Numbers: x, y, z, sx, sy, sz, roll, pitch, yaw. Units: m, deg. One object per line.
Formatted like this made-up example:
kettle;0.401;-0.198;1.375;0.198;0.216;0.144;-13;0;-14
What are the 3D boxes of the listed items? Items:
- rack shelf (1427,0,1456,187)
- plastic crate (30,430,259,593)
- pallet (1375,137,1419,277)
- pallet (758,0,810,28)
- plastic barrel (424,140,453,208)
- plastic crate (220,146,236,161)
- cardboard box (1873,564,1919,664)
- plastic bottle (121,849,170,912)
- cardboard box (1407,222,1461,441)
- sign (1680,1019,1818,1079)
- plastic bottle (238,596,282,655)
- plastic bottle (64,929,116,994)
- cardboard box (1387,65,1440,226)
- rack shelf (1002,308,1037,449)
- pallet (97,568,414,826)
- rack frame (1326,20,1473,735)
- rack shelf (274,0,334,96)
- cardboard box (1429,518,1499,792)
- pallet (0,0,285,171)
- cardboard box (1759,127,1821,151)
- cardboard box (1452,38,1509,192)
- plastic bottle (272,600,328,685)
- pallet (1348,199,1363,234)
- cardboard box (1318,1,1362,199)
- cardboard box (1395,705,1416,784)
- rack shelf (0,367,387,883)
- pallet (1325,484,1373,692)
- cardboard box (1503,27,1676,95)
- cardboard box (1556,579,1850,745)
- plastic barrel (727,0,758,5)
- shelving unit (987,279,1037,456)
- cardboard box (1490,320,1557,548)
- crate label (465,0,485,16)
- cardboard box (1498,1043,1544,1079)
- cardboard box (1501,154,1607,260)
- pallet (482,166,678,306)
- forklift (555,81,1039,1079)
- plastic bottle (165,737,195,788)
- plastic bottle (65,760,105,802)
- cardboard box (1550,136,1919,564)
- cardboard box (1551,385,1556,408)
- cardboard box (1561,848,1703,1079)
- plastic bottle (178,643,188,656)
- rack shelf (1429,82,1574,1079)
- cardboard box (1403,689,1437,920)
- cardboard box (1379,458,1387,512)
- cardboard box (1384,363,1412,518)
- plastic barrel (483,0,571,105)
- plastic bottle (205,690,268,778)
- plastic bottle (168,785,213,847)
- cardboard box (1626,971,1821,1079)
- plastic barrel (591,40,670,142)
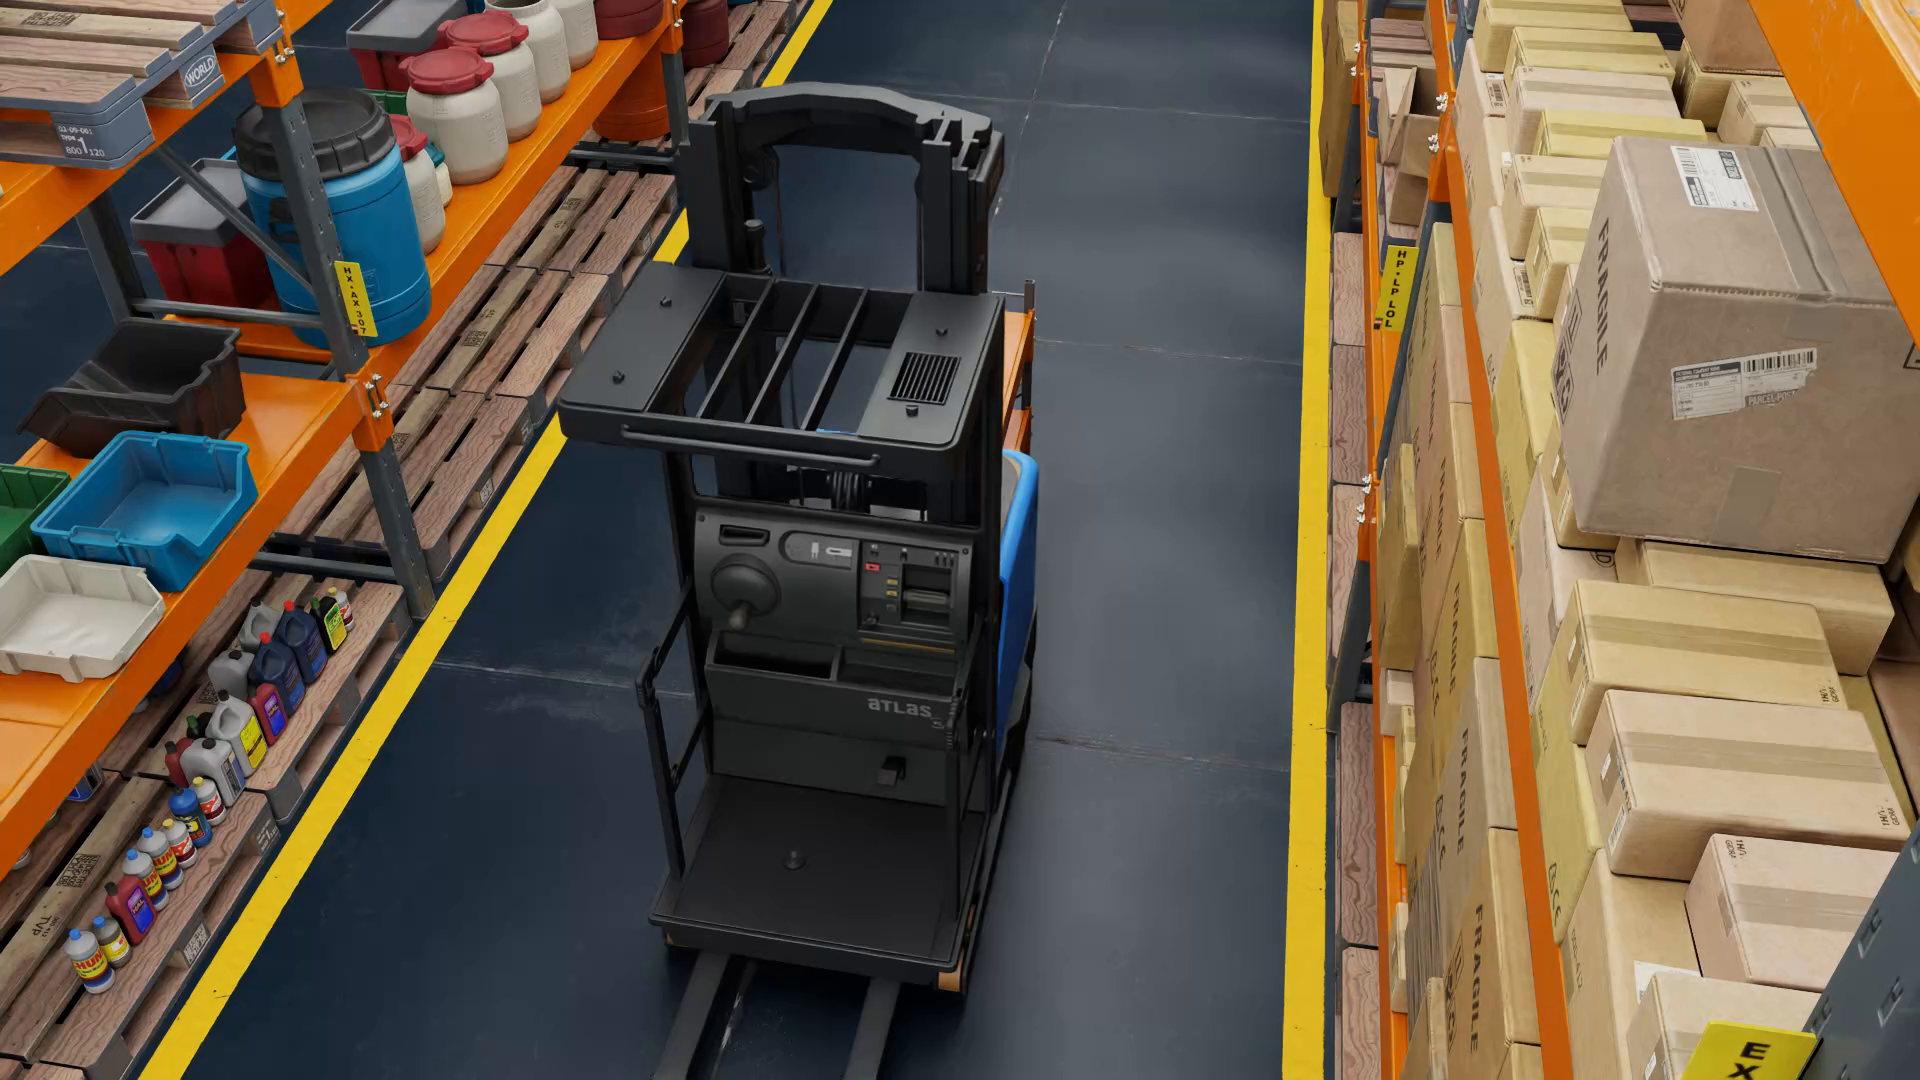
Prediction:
rack shelf;2.362;-2.473;6.695;1.077;0.370;4.000;6;40;8
plastic crate;-2.786;-0.104;5.735;0.499;0.251;0.616;6;40;8
pallet;2.406;-1.529;7.493;1.003;0.211;1.213;6;40;8
pallet;-1.652;-4.352;12.945;1.003;0.211;1.213;6;40;8
plastic barrel;-2.482;-1.646;7.592;0.301;0.262;0.301;0;40;0
plastic crate;-2.978;-1.606;7.448;0.392;0.384;0.575;6;40;8
cardboard box;1.835;0.164;3.058;0.500;0.250;0.500;6;40;8
plastic bottle;-2.874;1.188;5.852;0.097;0.271;0.097;0;40;0
cardboard box;1.688;-0.624;5.150;0.500;0.500;0.500;6;40;8
sign;0.781;0.600;1.718;0.100;0.325;0.005;6;40;8
plastic bottle;-2.832;0.386;6.760;0.144;0.351;0.185;6;40;8
plastic bottle;-2.934;1.403;5.591;0.097;0.271;0.097;0;40;0
cardboard box;2.225;-1.639;7.065;0.797;0.503;0.637;10;41;12
rack shelf;0.001;-0.663;7.307;0.538;0.278;1.000;6;40;8
pallet;-3.019;0.606;6.948;1.003;0.211;1.213;6;40;8
rack frame;2.016;-0.339;5.903;1.000;3.000;0.127;6;40;8
rack shelf;-2.516;-3.020;7.355;1.077;0.370;4.000;6;40;8
cardboard box;1.440;0.319;4.010;0.500;0.500;0.500;6;40;8
pallet;-2.891;-1.505;5.108;1.213;0.211;1.003;6;40;8
cardboard box;2.128;-0.855;3.977;0.380;0.149;0.250;5;40;6
cardboard box;1.686;-1.183;4.688;0.500;0.250;0.500;5;40;6
plastic bottle;-2.690;0.402;6.740;0.144;0.351;0.185;5;40;6
pallet;2.919;-2.262;10.417;1.003;0.211;1.213;6;40;8
cardboard box;2.848;-2.624;10.004;1.225;0.875;0.875;5;40;6
cardboard box;1.491;0.646;4.908;0.380;0.149;0.250;6;40;8
rack shelf;-3.208;0.647;5.275;1.077;0.370;4.000;6;40;8
pallet;2.149;0.247;7.383;1.003;0.211;1.213;6;40;8
cardboard box;1.677;-1.247;4.451;0.380;0.149;0.250;5;40;5
cardboard box;1.185;0.216;2.682;0.380;0.149;0.250;7;40;8
plastic barrel;-1.711;-4.475;12.223;0.600;0.901;0.708;6;40;8
shelving unit;0.001;-0.438;7.494;0.538;1.125;1.048;6;40;8
cardboard box;1.420;-0.208;3.509;0.500;0.250;0.500;6;40;7
crate label;-2.608;-2.816;8.871;0.502;0.435;0.616;6;40;8
cardboard box;1.176;1.260;2.872;0.500;0.500;0.500;6;40;8
cardboard box;1.478;-0.763;3.866;0.380;0.149;0.250;6;40;7
pallet;-2.342;-1.839;9.906;1.003;0.211;1.213;6;40;8
forklift;-0.458;0.213;5.290;1.130;2.935;3.031;7;40;8
plastic bottle;-2.916;0.841;6.262;0.061;0.283;0.133;6;40;8
plastic bottle;-3.366;0.841;6.268;0.152;0.276;0.135;6;40;8
cardboard box;1.343;-0.332;2.836;0.500;0.500;0.500;6;40;8
cardboard box;1.390;-0.272;3.273;0.380;0.149;0.250;4;40;5
cardboard box;1.157;0.742;2.359;0.500;0.250;0.500;7;40;9
plastic bottle;-3.273;0.361;6.843;0.061;0.283;0.133;6;40;8
rack shelf;1.670;0.037;3.659;1.077;0.370;4.000;6;40;8
cardboard box;1.642;0.727;4.301;0.875;0.500;0.500;6;40;8
cardboard box;1.683;-0.141;5.860;0.380;0.149;0.250;6;40;8
cardboard box;1.877;-0.217;5.443;0.875;0.500;0.500;6;40;8
plastic barrel;-2.210;-2.505;8.435;0.421;0.512;0.421;0;40;0
plastic bottle;-2.779;0.725;6.350;0.144;0.351;0.185;6;40;7
plastic bottle;-2.822;0.998;6.081;0.097;0.271;0.097;0;40;0
cardboard box;1.065;0.710;2.084;0.380;0.149;0.250;6;40;8
plastic barrel;-2.102;-3.030;10.531;0.600;0.830;0.708;6;40;8
